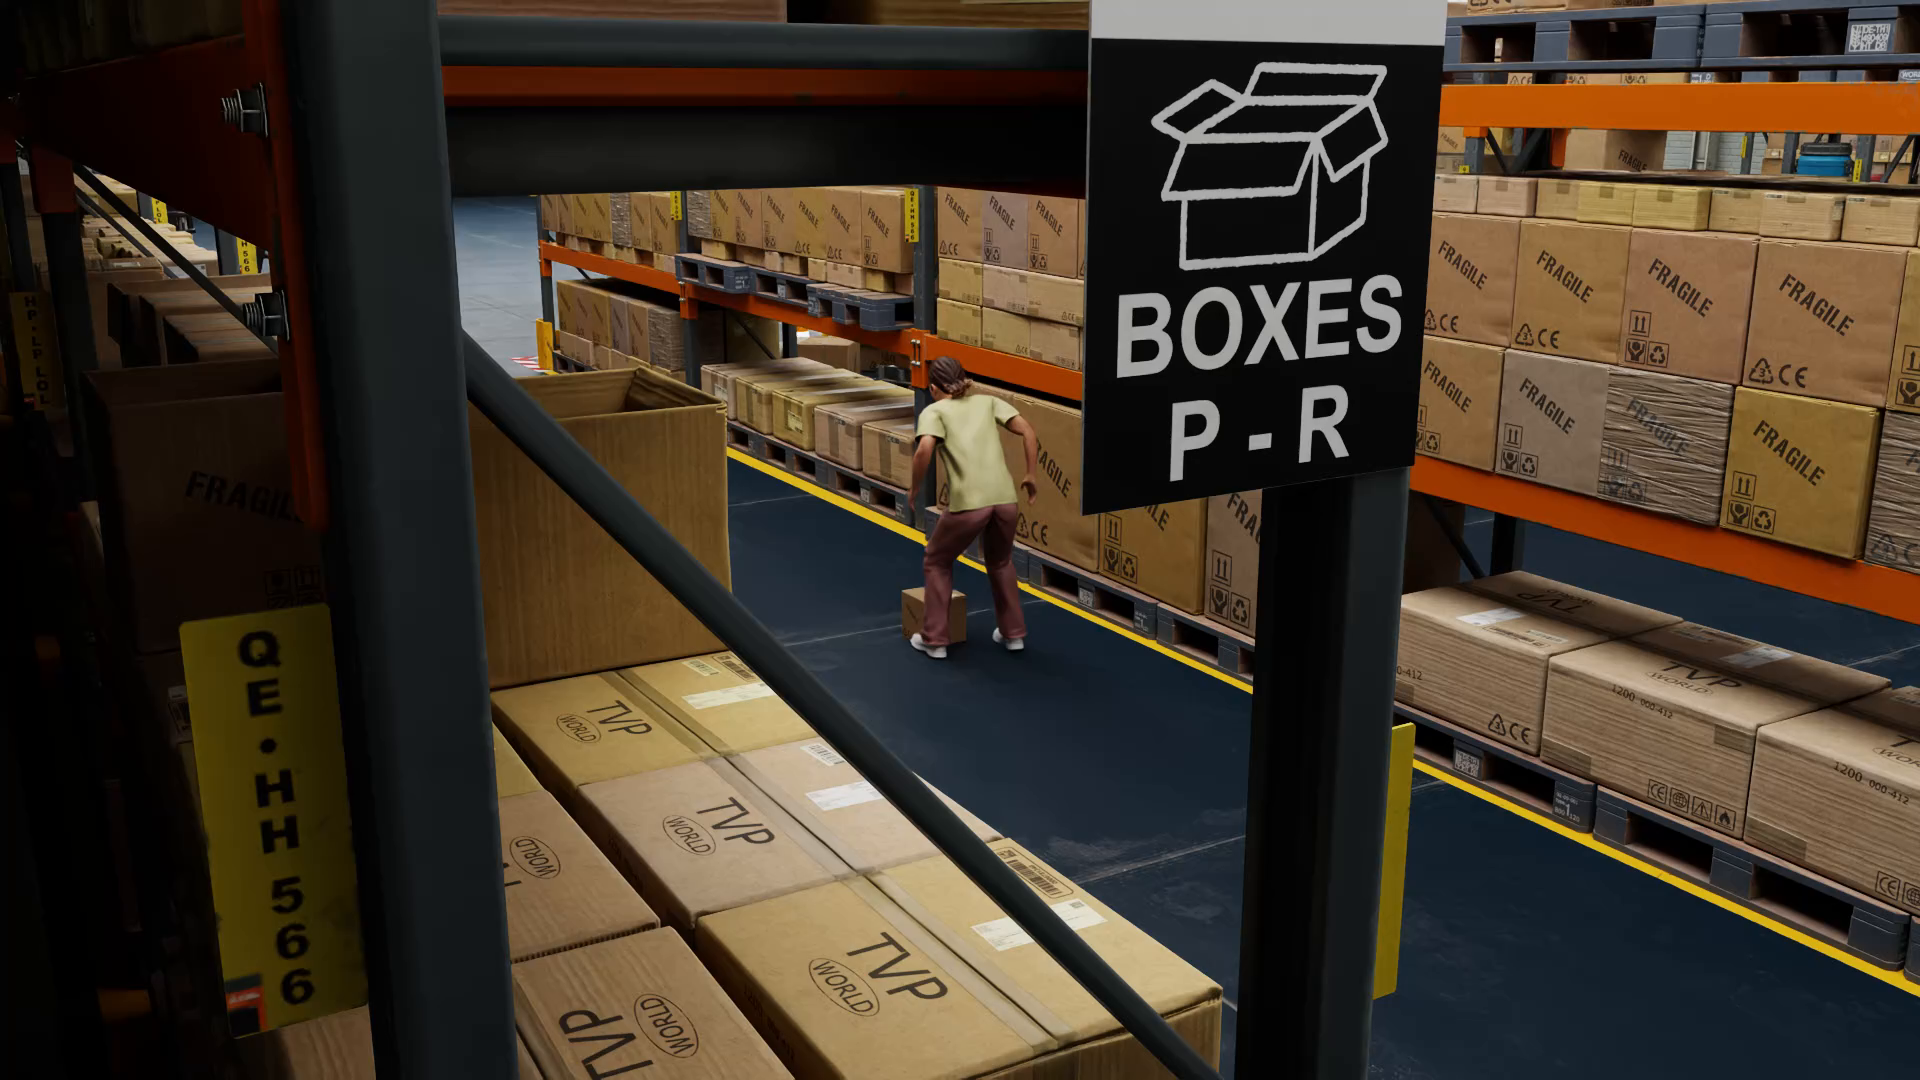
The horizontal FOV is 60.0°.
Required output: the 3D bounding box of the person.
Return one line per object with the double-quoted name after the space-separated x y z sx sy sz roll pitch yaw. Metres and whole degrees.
0.036 -0.145 8.309 0.652 1.514 0.607 -7 16 -24 "person"
